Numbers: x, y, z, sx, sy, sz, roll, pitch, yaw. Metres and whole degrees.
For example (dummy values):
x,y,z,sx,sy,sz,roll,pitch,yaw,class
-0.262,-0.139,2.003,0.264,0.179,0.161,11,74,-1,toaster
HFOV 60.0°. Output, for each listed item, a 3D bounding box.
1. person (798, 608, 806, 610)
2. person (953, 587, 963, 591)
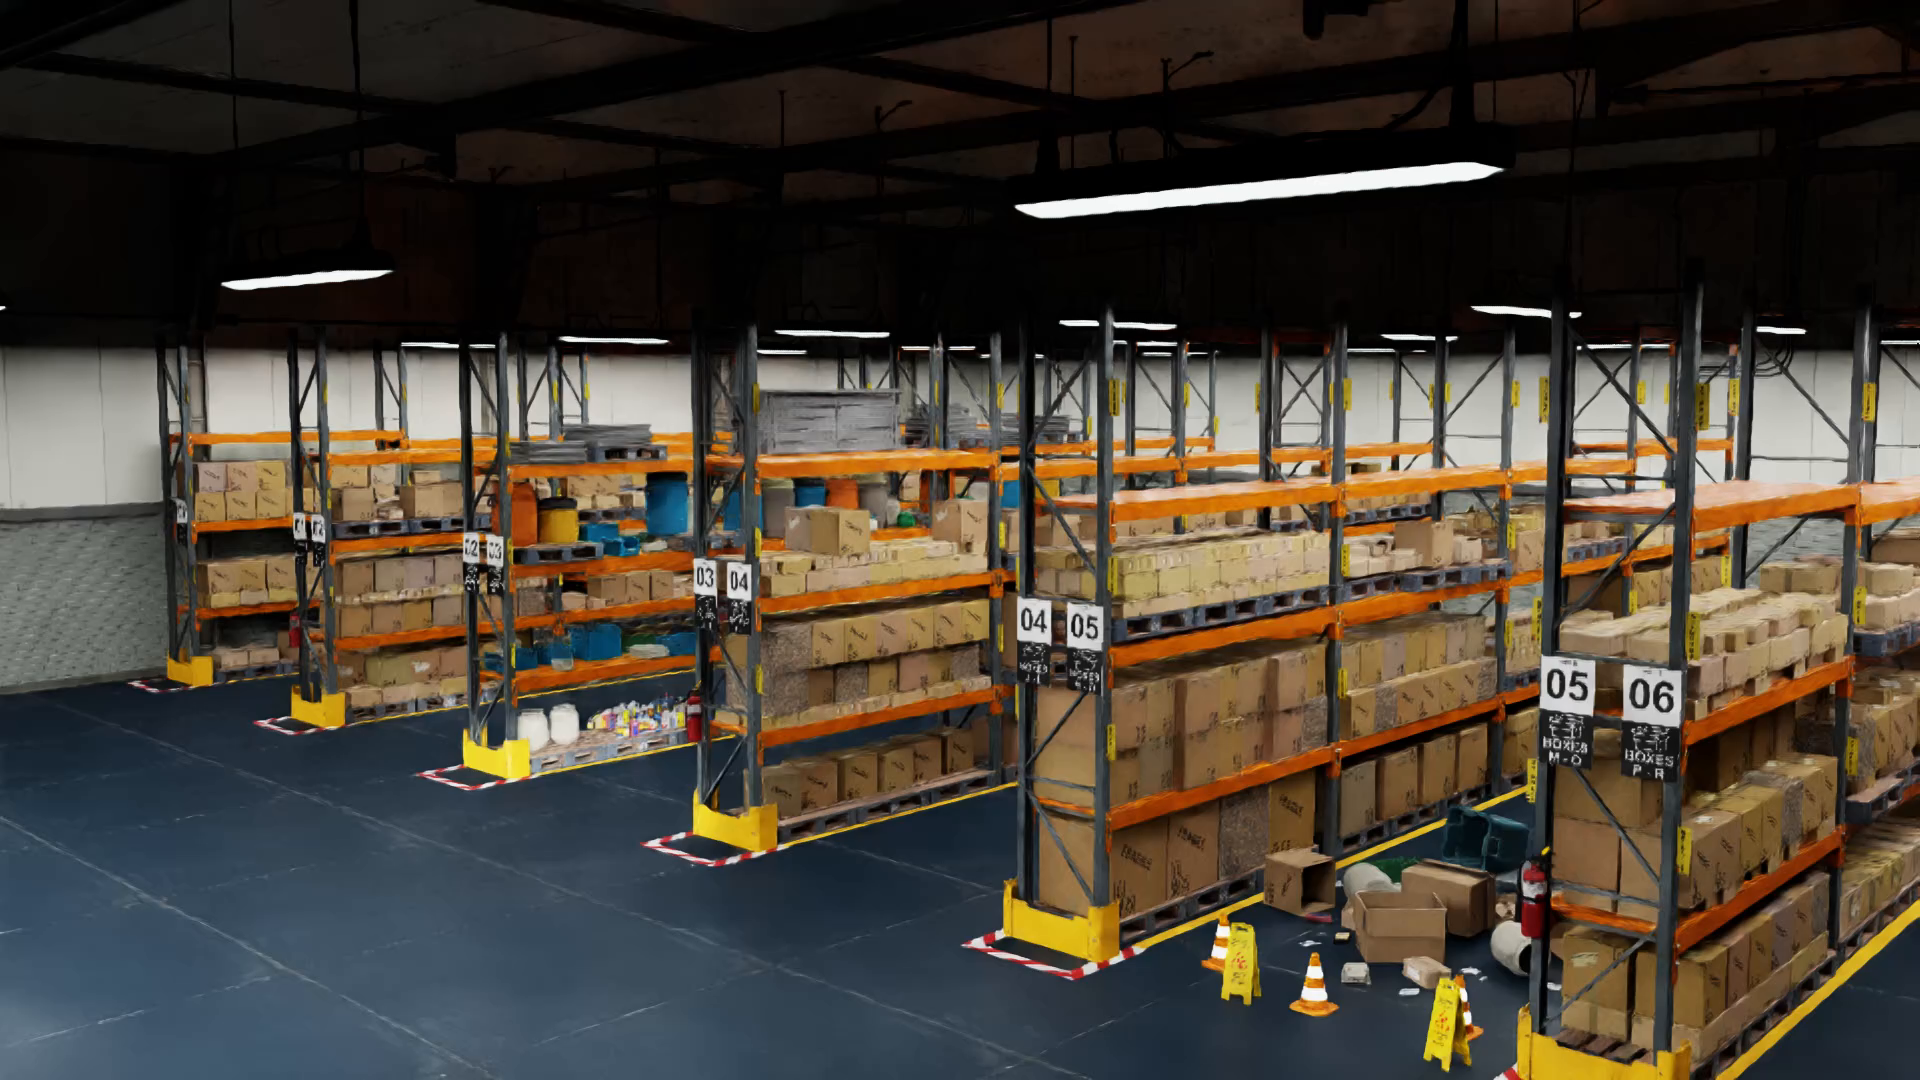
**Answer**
x,y,z,sx,sy,sz,roll,pitch,yaw,class
-3.110,1.445,30.319,0.527,1.727,1.030,4,7,35,person
-0.056,0.720,38.232,0.387,1.676,0.546,3,6,25,person
